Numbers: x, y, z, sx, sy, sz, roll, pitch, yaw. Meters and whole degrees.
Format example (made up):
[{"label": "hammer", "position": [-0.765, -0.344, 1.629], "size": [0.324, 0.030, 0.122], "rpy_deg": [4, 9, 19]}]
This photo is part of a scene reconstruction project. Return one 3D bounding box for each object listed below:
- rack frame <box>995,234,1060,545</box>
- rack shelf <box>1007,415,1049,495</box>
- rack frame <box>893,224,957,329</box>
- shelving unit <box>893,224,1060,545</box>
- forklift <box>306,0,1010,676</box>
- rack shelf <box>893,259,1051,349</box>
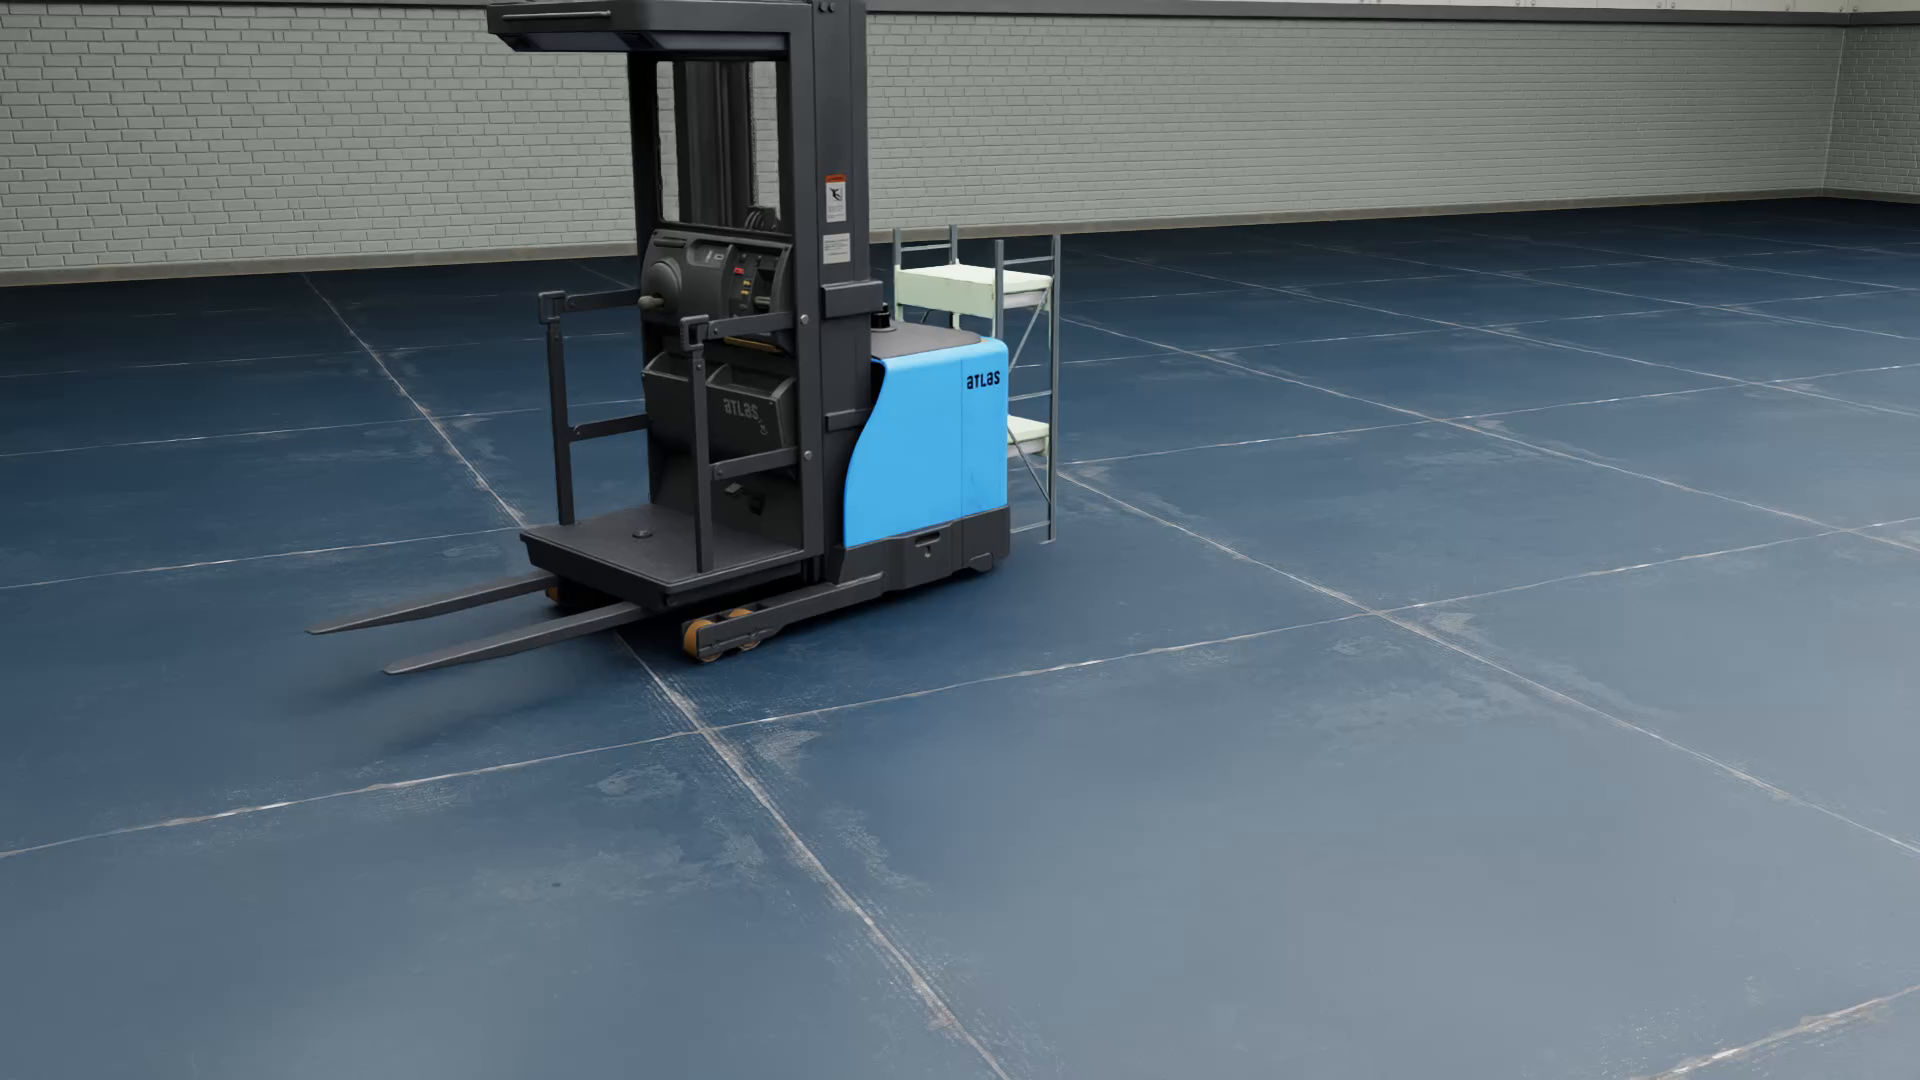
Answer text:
[{"label": "rack frame", "position": [0.315, -0.678, 7.896], "size": [0.400, 1.500, 0.023], "rpy_deg": [-14, 21, -40]}, {"label": "rack shelf", "position": [0.072, -0.440, 8.248], "size": [0.431, 0.370, 0.720], "rpy_deg": [-14, 21, -40]}, {"label": "rack frame", "position": [-0.172, -0.829, 8.421], "size": [0.400, 1.500, 0.023], "rpy_deg": [-14, 21, -40]}, {"label": "shelving unit", "position": [0.072, -0.754, 8.158], "size": [0.431, 1.500, 0.755], "rpy_deg": [-14, 21, -40]}, {"label": "forklift", "position": [-1.162, -1.087, 6.724], "size": [1.130, 2.935, 3.031], "rpy_deg": [15, 22, 43]}, {"label": "rack shelf", "position": [0.072, -1.129, 8.051], "size": [0.431, 0.370, 0.720], "rpy_deg": [-14, 21, -40]}]
